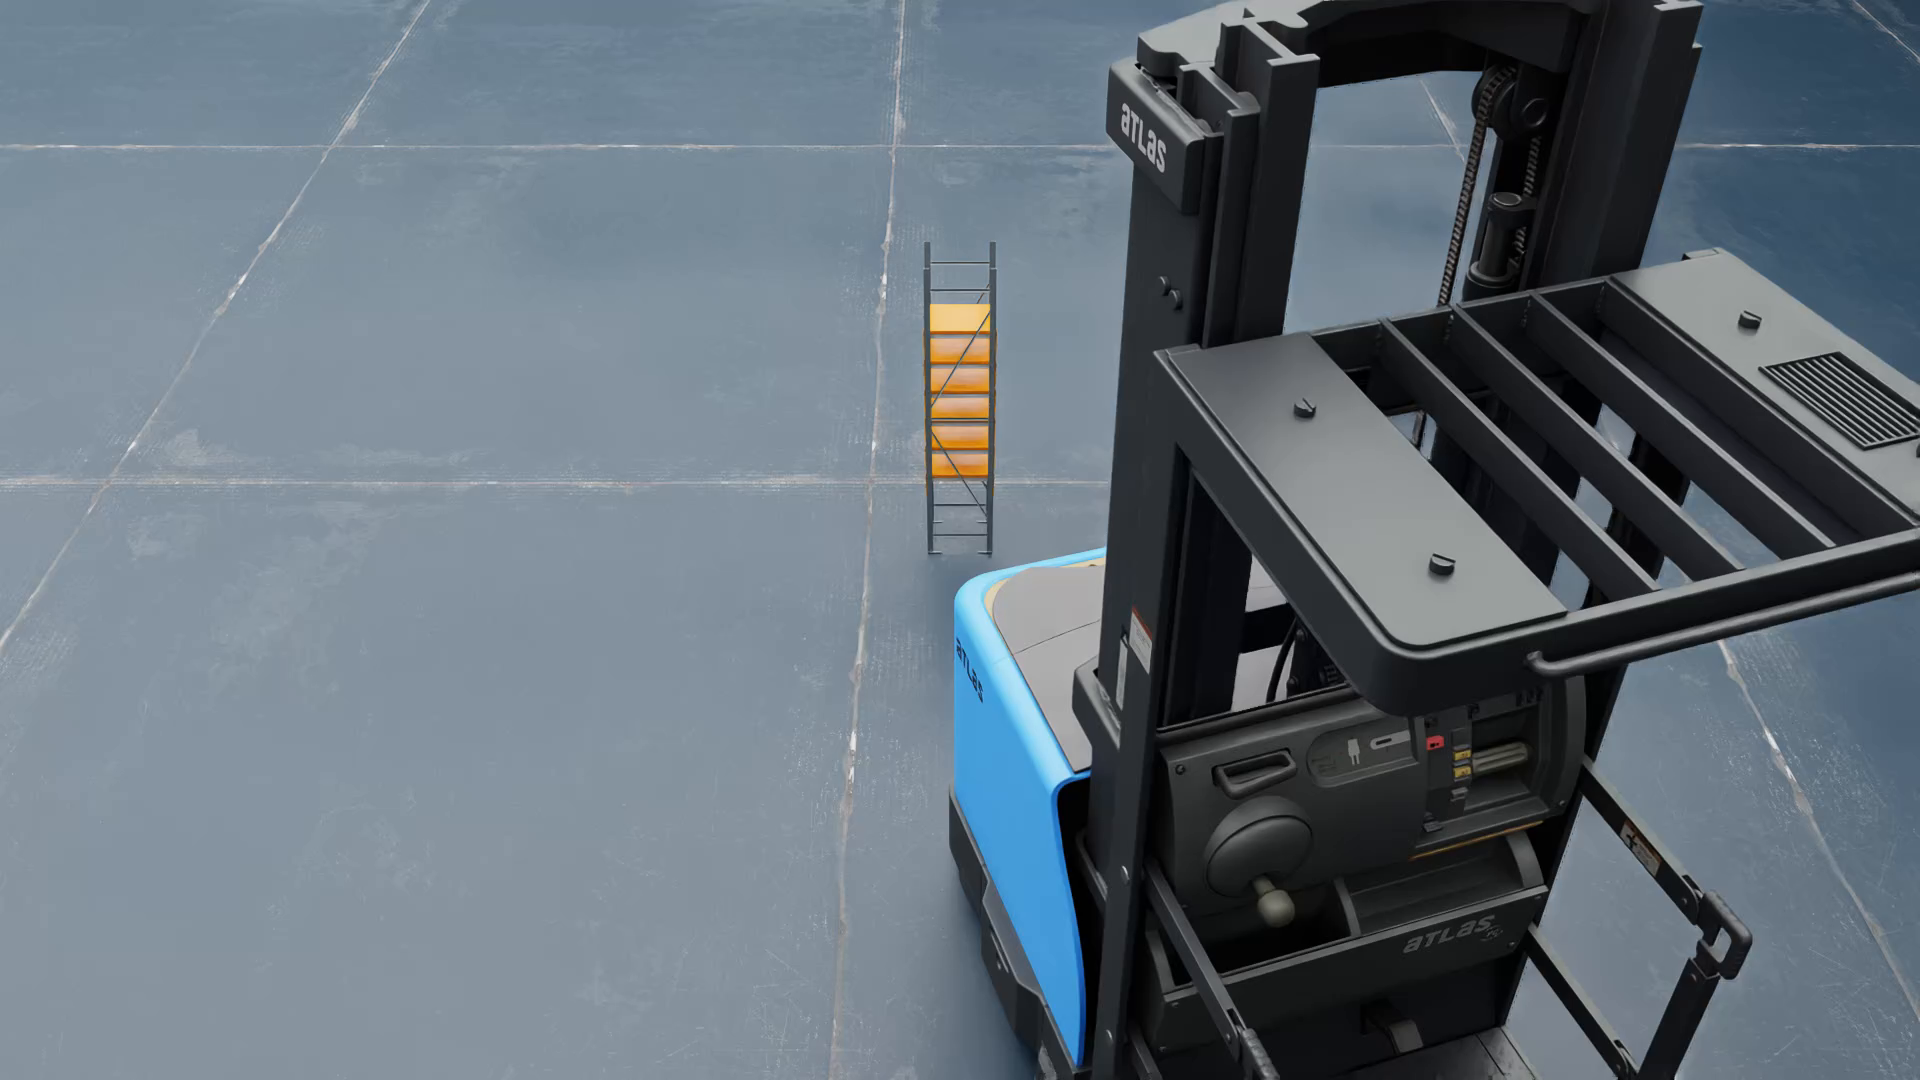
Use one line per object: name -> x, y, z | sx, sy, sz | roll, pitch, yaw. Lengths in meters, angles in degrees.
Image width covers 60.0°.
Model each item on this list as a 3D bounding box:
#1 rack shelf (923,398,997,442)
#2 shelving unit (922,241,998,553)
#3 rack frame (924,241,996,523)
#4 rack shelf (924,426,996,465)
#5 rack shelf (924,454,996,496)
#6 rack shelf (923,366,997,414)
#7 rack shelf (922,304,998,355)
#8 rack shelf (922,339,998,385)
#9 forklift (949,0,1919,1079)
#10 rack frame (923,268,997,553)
rack shelf -> 0.000, -0.443, 5.914 | 0.258, 0.103, 0.180 | 0, 39, 0
shelving unit -> 0.000, -0.477, 5.886 | 0.258, 1.200, 0.189 | 0, 39, 0
rack frame -> 0.000, -0.534, 5.957 | 0.240, 1.200, 0.006 | 0, 39, 0
rack shelf -> 0.000, -0.349, 5.989 | 0.258, 0.103, 0.180 | 0, 39, 0
rack shelf -> 0.000, -0.255, 6.064 | 0.258, 0.103, 0.180 | 0, 39, 0
rack shelf -> 0.000, -0.536, 5.839 | 0.258, 0.103, 0.180 | 0, 39, 0
rack shelf -> 0.000, -0.724, 5.689 | 0.258, 0.103, 0.180 | 0, 39, 0
rack shelf -> 0.000, -0.630, 5.764 | 0.258, 0.103, 0.180 | 0, 39, 0
forklift -> 0.917, 0.575, 3.189 | 1.130, 2.935, 3.031 | -12, 40, -14
rack frame -> 0.000, -0.420, 5.815 | 0.240, 1.200, 0.006 | 0, 39, 0
